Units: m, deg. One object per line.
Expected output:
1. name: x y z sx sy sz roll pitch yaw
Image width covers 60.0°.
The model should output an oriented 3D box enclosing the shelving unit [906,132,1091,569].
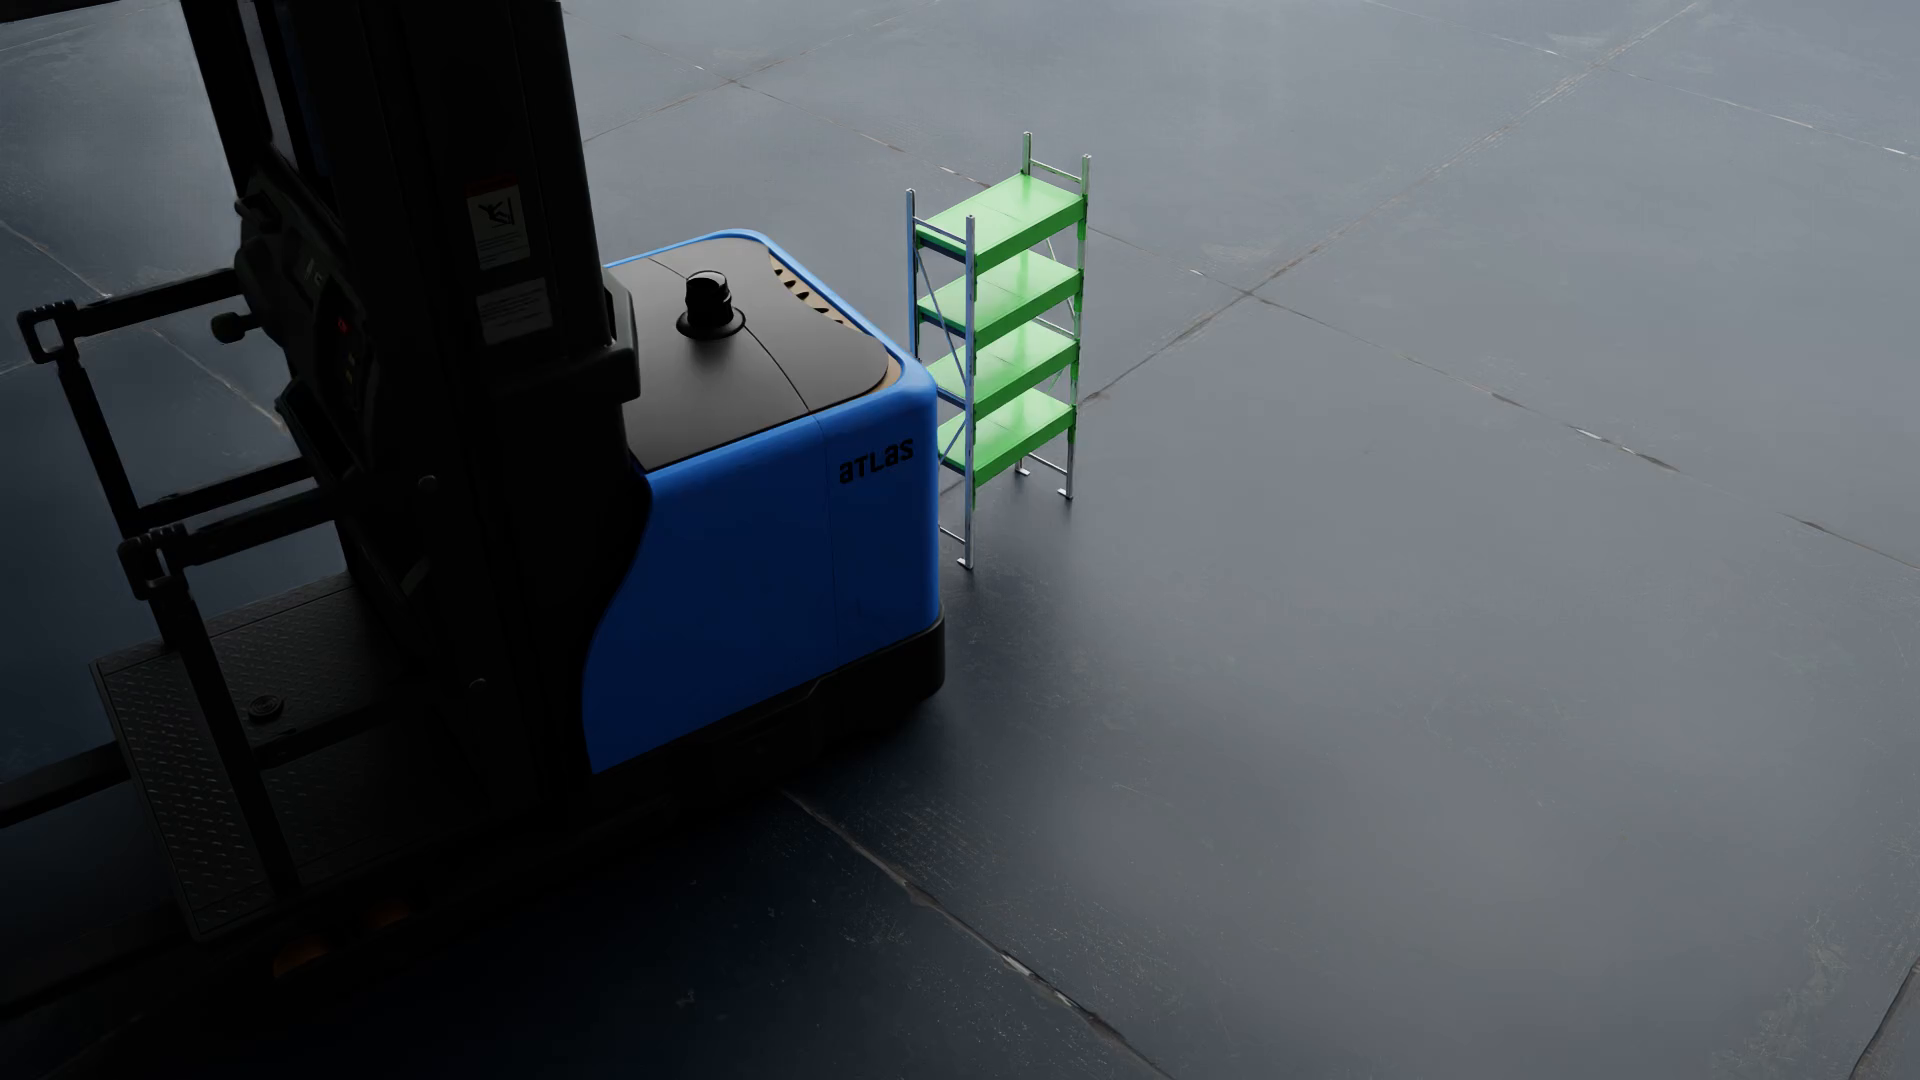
1. shelving unit: 0.112 -0.546 4.972 0.258 1.200 0.503 30 47 32

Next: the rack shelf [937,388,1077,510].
1. rack shelf: 0.112 -0.308 5.161 0.258 0.148 0.480 30 47 32

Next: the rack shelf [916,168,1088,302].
1. rack shelf: 0.112 -0.871 4.713 0.258 0.148 0.480 30 47 32

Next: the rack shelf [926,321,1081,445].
1. rack shelf: 0.112 -0.496 5.012 0.258 0.148 0.480 30 47 32

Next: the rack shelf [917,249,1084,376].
1. rack shelf: 0.112 -0.683 4.863 0.258 0.148 0.480 30 47 32

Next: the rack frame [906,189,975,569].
1. rack frame: -0.053 -0.434 4.831 0.240 1.200 0.015 30 47 32

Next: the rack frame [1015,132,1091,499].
1. rack frame: 0.276 -0.658 5.113 0.240 1.200 0.015 30 47 32

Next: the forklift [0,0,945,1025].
1. forklift: -1.551 -0.440 3.448 3.031 2.935 1.130 -23 44 -26
